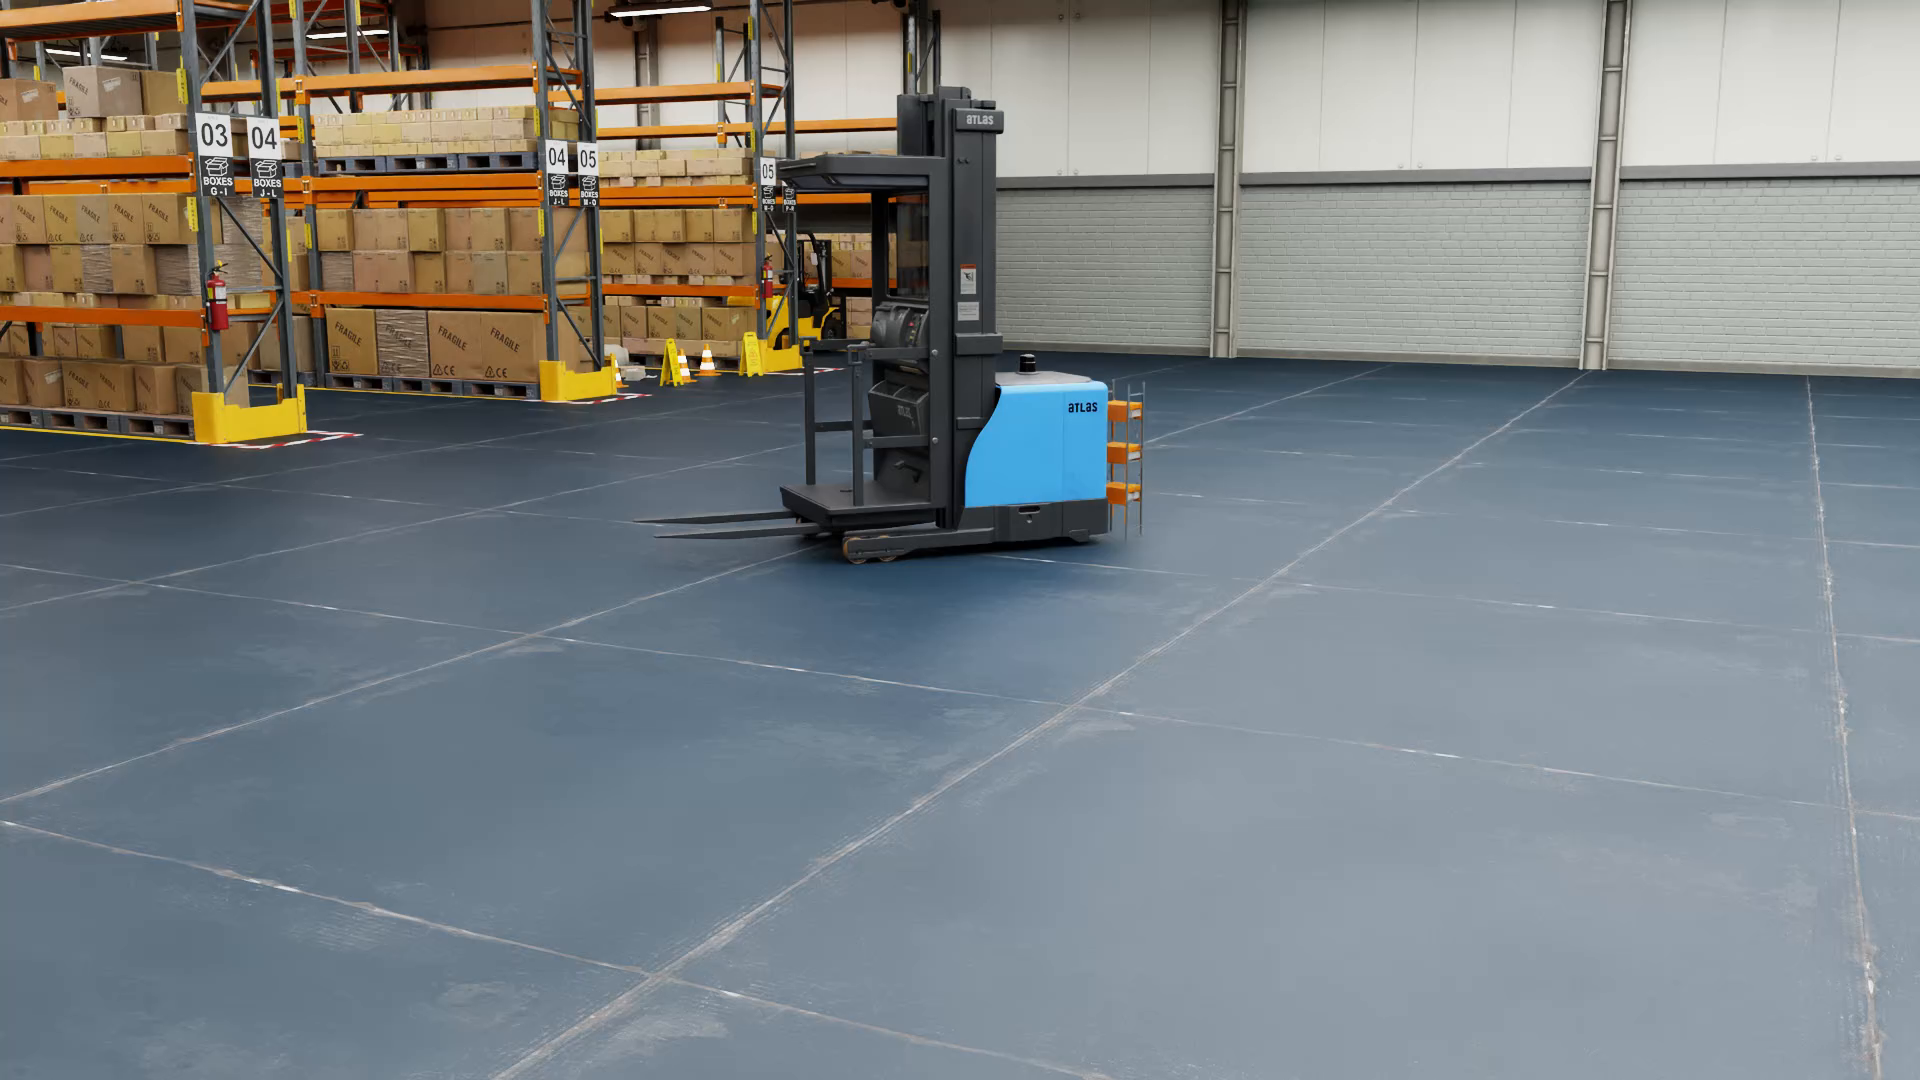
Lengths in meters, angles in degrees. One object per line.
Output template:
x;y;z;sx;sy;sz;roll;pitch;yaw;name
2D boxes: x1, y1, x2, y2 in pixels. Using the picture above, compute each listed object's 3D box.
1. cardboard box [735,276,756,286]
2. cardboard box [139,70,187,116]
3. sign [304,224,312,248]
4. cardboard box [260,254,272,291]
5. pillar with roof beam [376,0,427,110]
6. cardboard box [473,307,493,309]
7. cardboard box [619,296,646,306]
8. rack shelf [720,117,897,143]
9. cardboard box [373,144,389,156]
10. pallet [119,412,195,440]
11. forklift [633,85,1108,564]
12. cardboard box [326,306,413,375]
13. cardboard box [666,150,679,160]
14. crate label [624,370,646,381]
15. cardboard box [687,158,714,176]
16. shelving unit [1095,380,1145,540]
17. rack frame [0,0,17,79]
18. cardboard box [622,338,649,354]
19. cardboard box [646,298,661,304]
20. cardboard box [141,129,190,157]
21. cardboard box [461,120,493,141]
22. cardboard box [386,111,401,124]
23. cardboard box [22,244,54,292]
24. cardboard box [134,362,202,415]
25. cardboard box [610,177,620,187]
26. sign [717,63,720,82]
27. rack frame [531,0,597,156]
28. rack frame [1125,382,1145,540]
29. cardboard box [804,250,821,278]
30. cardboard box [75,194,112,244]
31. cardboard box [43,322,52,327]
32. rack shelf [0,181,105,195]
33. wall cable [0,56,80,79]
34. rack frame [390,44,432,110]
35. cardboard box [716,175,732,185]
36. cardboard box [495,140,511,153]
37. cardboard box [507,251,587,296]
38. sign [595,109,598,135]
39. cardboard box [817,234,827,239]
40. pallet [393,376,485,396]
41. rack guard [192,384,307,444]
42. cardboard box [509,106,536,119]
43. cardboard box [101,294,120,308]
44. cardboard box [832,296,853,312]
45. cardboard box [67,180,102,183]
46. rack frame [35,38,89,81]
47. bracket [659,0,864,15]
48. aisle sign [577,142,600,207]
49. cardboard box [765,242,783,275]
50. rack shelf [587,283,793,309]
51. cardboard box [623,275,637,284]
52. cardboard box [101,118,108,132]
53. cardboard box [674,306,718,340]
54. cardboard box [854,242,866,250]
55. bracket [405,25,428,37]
-3.241;-3.982;25.517;0.250;0.149;0.380;5;12;28;cardboard box
-8.407;-4.606;17.313;0.500;0.500;0.500;5;11;26;cardboard box
-8.729;-4.071;22.271;0.005;0.325;0.100;5;11;26;sign
-9.537;-3.715;23.053;0.500;0.500;0.500;5;11;25;cardboard box
-13.509;-8.313;31.893;0.548;9.000;9.100;5;11;26;pillar with roof beam
-9.655;-4.630;34.228;0.500;0.500;0.500;5;11;24;cardboard box
-5.198;-3.798;26.406;0.250;0.149;0.380;6;12;29;cardboard box
-2.411;-7.463;30.339;4.000;0.370;1.077;5;11;26;rack shelf
-7.408;-5.073;21.659;0.250;0.149;0.380;5;11;25;cardboard box
-7.976;-1.232;17.442;1.213;0.211;1.003;5;11;26;pallet
-0.578;-1.400;10.735;3.031;2.935;1.130;-4;11;-22;forklift
-7.964;-2.728;22.667;0.875;0.875;0.875;5;11;27;cardboard box
-4.340;-5.952;25.739;0.250;0.149;0.380;5;11;24;cardboard box
-4.686;-2.378;23.985;0.298;0.136;0.250;-1;10;-4;crate label
-3.833;-5.699;25.458;0.500;0.250;0.500;5;11;25;cardboard box
1.084;-0.545;11.282;0.252;1.050;0.215;9;14;38;shelving unit
-10.783;-5.795;17.983;0.127;3.000;1.000;5;11;26;rack frame
-5.027;-3.108;26.524;0.500;0.250;0.500;5;11;25;cardboard box
-6.045;-4.418;32.706;0.625;0.625;0.875;5;11;23;cardboard box
-7.740;-3.928;16.508;0.500;0.250;0.500;5;12;27;cardboard box
-5.921;-5.150;20.967;0.500;0.250;0.500;5;11;26;cardboard box
-7.179;-5.445;21.477;0.250;0.149;0.380;5;11;26;cardboard box
-9.481;-2.925;17.854;0.500;0.500;0.875;5;11;26;cardboard box
-8.299;-1.598;17.478;0.500;0.500;0.500;9;14;41;cardboard box
-5.304;-5.634;26.222;0.250;0.149;0.380;5;11;24;cardboard box
-4.434;-8.582;30.536;0.005;0.325;0.100;5;11;26;sign
-4.910;-6.264;20.574;0.127;3.000;1.000;5;11;26;rack frame
1.179;-0.531;11.206;0.008;1.050;0.200;9;14;38;rack frame
-2.552;-5.070;30.542;0.500;0.500;0.500;5;11;26;cardboard box
-8.696;-3.298;17.105;0.500;0.500;0.500;5;11;26;cardboard box
-13.720;-3.381;25.222;0.500;0.250;0.500;5;12;27;cardboard box
-13.878;-5.222;25.260;4.000;0.370;1.077;5;11;26;rack shelf
-20.783;-9.307;37.282;0.133;3.039;2.988;5;11;26;wall cable
-11.379;-8.801;34.593;0.127;3.000;1.000;5;11;26;rack frame
-3.492;-5.461;25.264;0.250;0.149;0.380;5;11;26;cardboard box
-5.584;-4.913;20.774;0.250;0.149;0.380;5;11;26;cardboard box
-5.263;-3.408;21.217;0.550;0.550;0.875;5;11;26;cardboard box
-4.659;-5.345;21.244;0.005;0.325;0.100;5;11;26;sign
-2.410;-5.533;30.442;0.250;0.149;0.380;5;11;27;cardboard box
-6.752;-2.087;22.169;1.213;0.211;1.003;5;11;26;pallet
-7.264;-1.304;17.031;0.348;0.500;1.175;5;11;26;rack guard
-5.362;-5.285;20.594;0.250;0.149;0.380;5;11;26;cardboard box
-8.671;-2.490;17.270;0.250;0.149;0.380;5;11;26;cardboard box
-2.086;-4.313;30.374;0.500;0.250;0.500;5;11;27;cardboard box
-12.709;-5.472;24.340;0.500;0.500;0.500;5;11;26;cardboard box
-17.159;-8.324;31.953;0.127;3.000;1.000;5;11;26;rack frame
-3.683;-10.005;31.136;4.783;0.066;0.076;5;11;26;bracket
-4.714;-4.634;21.111;0.004;0.787;0.394;5;11;26;aisle sign
-3.113;-4.388;25.936;0.500;0.500;0.500;5;11;25;cardboard box
-4.604;-3.914;26.456;4.000;0.370;1.077;5;11;26;rack shelf
-5.114;-4.124;26.299;0.250;0.149;0.380;5;11;26;cardboard box
-8.460;-4.197;16.877;0.250;0.149;0.380;5;11;26;cardboard box
-4.114;-3.395;26.004;0.500;0.500;0.500;6;12;28;cardboard box
-1.718;-5.322;30.110;0.250;0.149;0.380;5;11;25;cardboard box
-11.389;-10.682;34.877;0.430;0.232;0.235;5;11;26;bracket
